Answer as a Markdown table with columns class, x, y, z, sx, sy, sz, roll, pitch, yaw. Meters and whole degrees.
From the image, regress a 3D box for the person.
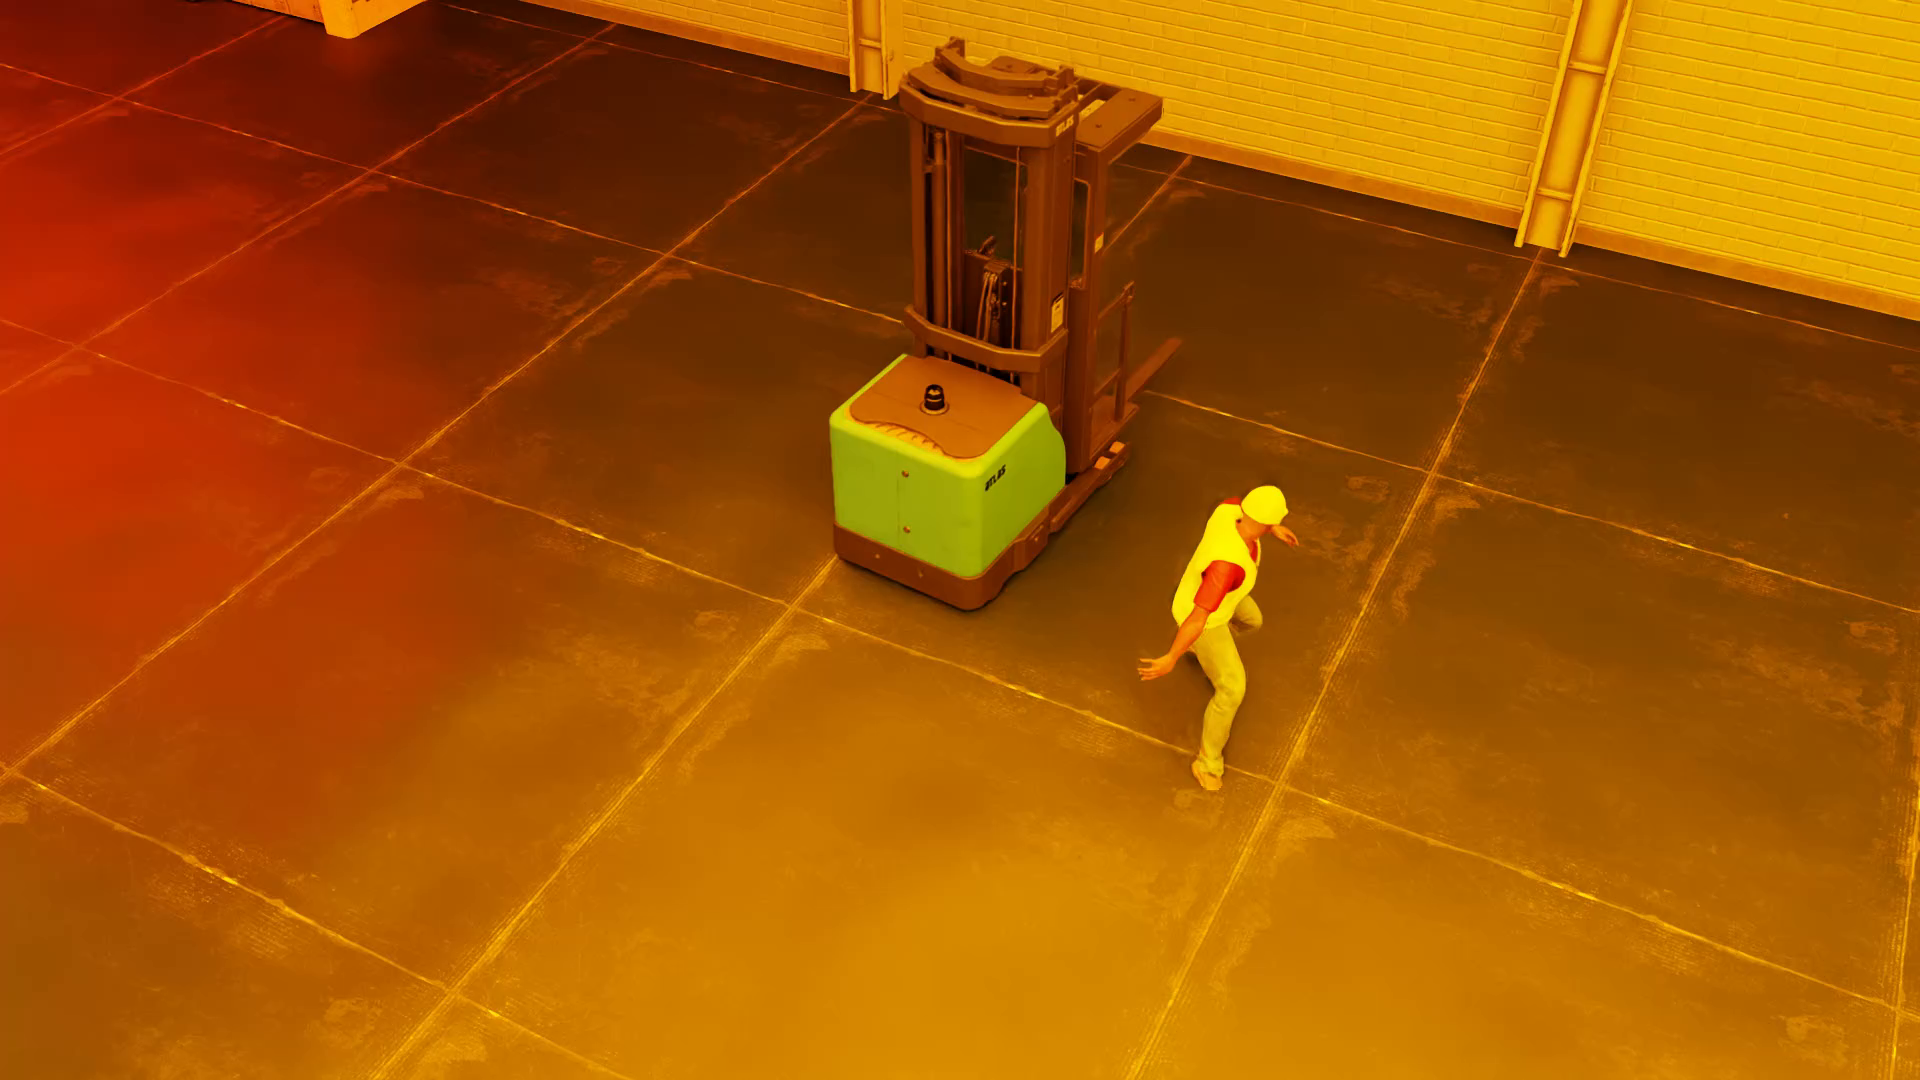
| class | x | y | z | sx | sy | sz | roll | pitch | yaw |
| --- | --- | --- | --- | --- | --- | --- | --- | --- | --- |
| person | 1.343 | 0.418 | 8.616 | 0.568 | 1.723 | 1.153 | 14 | 42 | 16 |

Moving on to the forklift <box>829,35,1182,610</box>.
| class | x | y | z | sx | sy | sz | roll | pitch | yaw |
| --- | --- | --- | --- | --- | --- | --- | --- | --- | --- |
| forklift | 0.453 | -1.638 | 9.931 | 1.130 | 2.935 | 3.031 | 22 | 45 | 24 |
